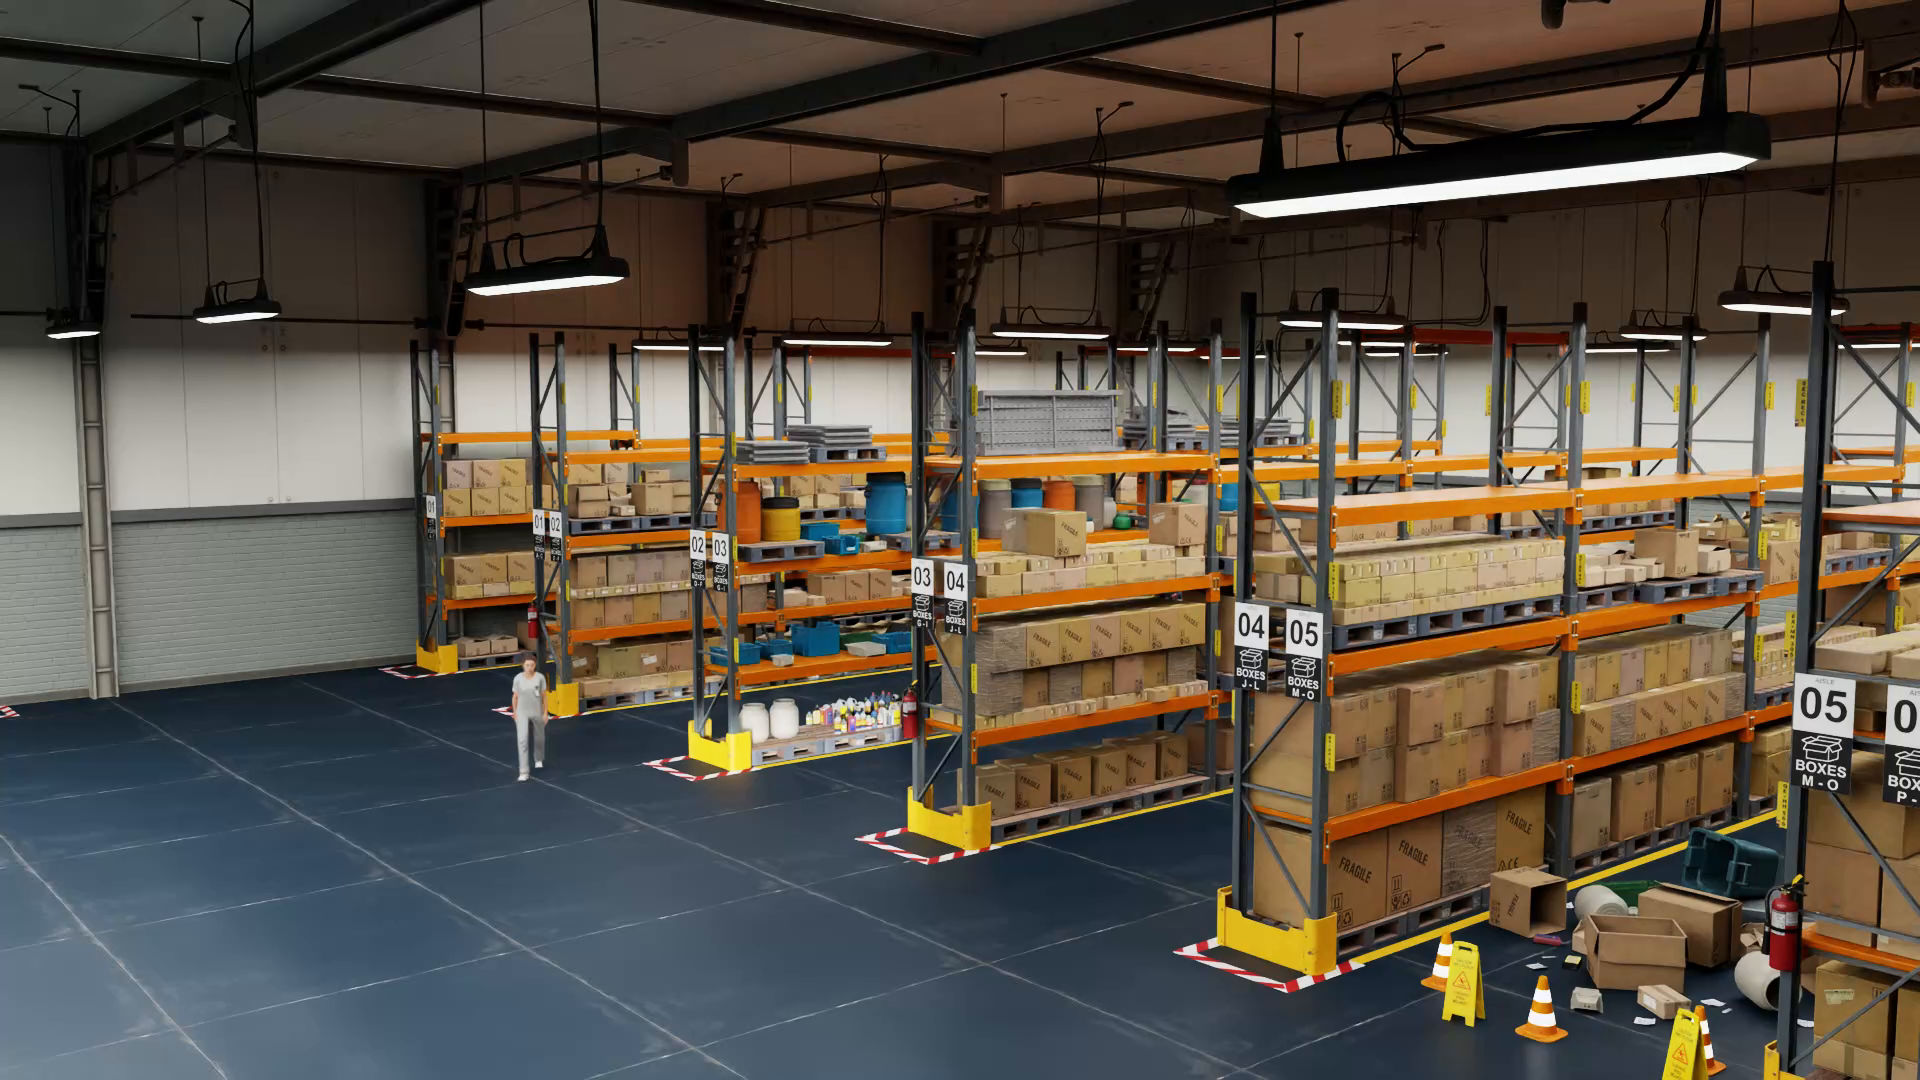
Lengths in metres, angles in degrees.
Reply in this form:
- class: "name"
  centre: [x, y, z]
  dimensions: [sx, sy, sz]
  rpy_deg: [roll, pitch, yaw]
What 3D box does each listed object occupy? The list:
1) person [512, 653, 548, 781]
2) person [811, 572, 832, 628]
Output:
- class: "person"
  centre: [-5.711, 2.307, 22.070]
  dimensions: [0.455, 1.640, 0.880]
  rpy_deg: [-2, 6, -23]
- class: "person"
  centre: [-2.730, 1.430, 31.657]
  dimensions: [0.623, 1.631, 0.501]
  rpy_deg: [-4, 7, -36]
